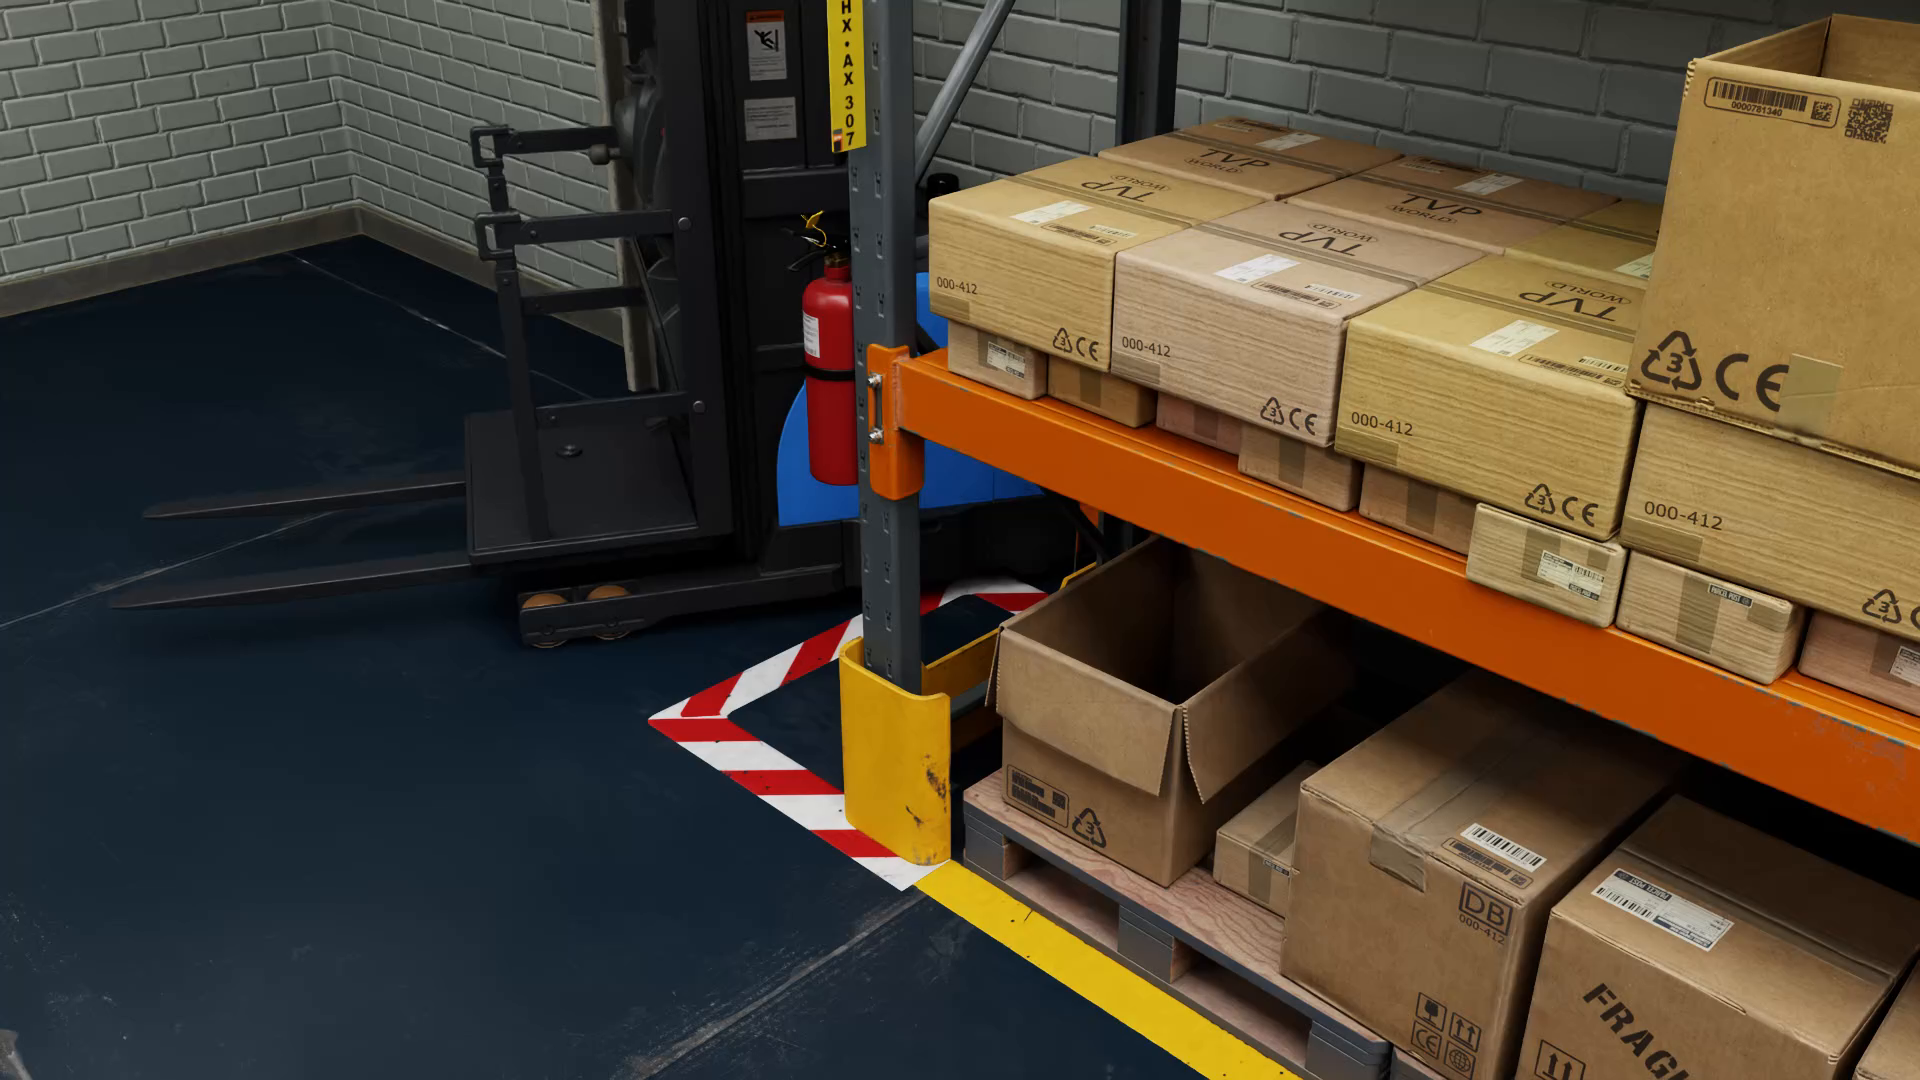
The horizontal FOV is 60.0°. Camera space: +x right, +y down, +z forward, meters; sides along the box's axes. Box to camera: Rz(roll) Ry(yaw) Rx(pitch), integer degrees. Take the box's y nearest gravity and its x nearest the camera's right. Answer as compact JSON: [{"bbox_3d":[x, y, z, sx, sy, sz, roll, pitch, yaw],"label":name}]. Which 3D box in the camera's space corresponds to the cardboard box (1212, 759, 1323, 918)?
[{"bbox_3d":[0.794,0.690,3.826,0.250,0.149,0.380,23,35,37],"label":"cardboard box"}]

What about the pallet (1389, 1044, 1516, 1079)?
[{"bbox_3d":[1.638,1.149,3.339,1.213,0.211,1.003,25,36,38],"label":"pallet"}]

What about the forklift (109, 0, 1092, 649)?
[{"bbox_3d":[-1.132,-1.237,4.952,3.031,2.935,1.130,-7,29,-14],"label":"forklift"}]

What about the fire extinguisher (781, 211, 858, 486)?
[{"bbox_3d":[-0.280,-0.464,3.892,0.183,0.674,0.296,25,36,38],"label":"fire extinguisher"}]

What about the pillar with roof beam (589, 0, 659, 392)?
[{"bbox_3d":[-4.160,-3.174,2.117,0.400,9.000,9.100,25,36,38],"label":"pillar with roof beam"}]

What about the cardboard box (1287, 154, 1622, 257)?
[{"bbox_3d":[1.030,-0.603,3.515,0.500,0.250,0.500,25,36,39],"label":"cardboard box"}]

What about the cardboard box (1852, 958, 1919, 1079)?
[{"bbox_3d":[1.841,1.014,2.834,0.500,0.500,0.700,23,35,37],"label":"cardboard box"}]

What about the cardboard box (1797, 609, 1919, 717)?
[{"bbox_3d":[1.509,0.118,2.572,0.250,0.149,0.380,24,36,38],"label":"cardboard box"}]

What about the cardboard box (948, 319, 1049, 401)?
[{"bbox_3d":[0.191,-0.459,3.669,0.250,0.149,0.380,24,36,38],"label":"cardboard box"}]

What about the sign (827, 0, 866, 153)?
[{"bbox_3d":[-0.231,-0.971,3.444,0.005,0.325,0.100,25,36,38],"label":"sign"}]

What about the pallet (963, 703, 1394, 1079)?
[{"bbox_3d":[0.772,0.751,4.096,1.213,0.211,1.003,25,36,38],"label":"pallet"}]

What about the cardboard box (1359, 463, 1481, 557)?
[{"bbox_3d":[0.947,-0.129,3.043,0.380,0.149,0.250,-25,36,-38],"label":"cardboard box"}]

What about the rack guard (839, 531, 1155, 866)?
[{"bbox_3d":[0.203,0.363,4.523,0.348,0.500,1.175,25,36,38],"label":"rack guard"}]

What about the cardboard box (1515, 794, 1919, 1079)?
[{"bbox_3d":[1.408,0.881,3.087,0.500,0.500,0.500,-24,36,-38],"label":"cardboard box"}]

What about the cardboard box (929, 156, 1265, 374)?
[{"bbox_3d":[0.284,-0.596,3.502,0.500,0.250,0.500,25,37,39],"label":"cardboard box"}]

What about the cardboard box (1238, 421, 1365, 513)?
[{"bbox_3d":[0.754,-0.214,3.204,0.380,0.149,0.250,-24,36,-38],"label":"cardboard box"}]

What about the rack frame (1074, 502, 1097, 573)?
[{"bbox_3d":[0.460,-0.357,5.286,0.200,1.050,0.008,-24,38,-39],"label":"rack frame"}]

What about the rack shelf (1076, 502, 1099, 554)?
[{"bbox_3d":[0.538,-0.060,5.347,0.215,0.259,0.240,-24,38,-39],"label":"rack shelf"}]

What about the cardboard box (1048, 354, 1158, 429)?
[{"bbox_3d":[0.405,-0.391,3.541,0.380,0.149,0.250,-24,36,-38],"label":"cardboard box"}]

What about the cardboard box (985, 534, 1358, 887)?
[{"bbox_3d":[0.519,0.382,4.032,0.637,0.503,0.797,23,35,37],"label":"cardboard box"}]

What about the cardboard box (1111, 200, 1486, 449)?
[{"bbox_3d":[0.643,-0.432,3.189,0.500,0.250,0.500,-25,37,-39],"label":"cardboard box"}]

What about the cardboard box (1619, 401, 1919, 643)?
[{"bbox_3d":[1.387,-0.108,2.573,0.500,0.250,0.500,23,36,37],"label":"cardboard box"}]

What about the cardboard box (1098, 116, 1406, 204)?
[{"bbox_3d":[0.663,-0.772,3.836,0.500,0.250,0.500,-24,36,-38],"label":"cardboard box"}]

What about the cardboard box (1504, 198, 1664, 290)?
[{"bbox_3d":[1.380,-0.440,3.205,0.500,0.250,0.500,-24,36,-38],"label":"cardboard box"}]

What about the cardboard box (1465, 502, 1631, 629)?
[{"bbox_3d":[1.075,-0.022,2.839,0.250,0.149,0.380,23,36,37],"label":"cardboard box"}]

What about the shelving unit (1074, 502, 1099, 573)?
[{"bbox_3d":[0.545,-0.314,5.210,0.215,1.050,0.252,-24,38,-39],"label":"shelving unit"}]

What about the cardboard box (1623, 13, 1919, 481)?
[{"bbox_3d":[1.353,-0.439,2.397,0.500,0.500,0.500,-24,36,-38],"label":"cardboard box"}]

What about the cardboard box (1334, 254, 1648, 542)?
[{"bbox_3d":[1.007,-0.267,2.877,0.500,0.250,0.500,24,36,37],"label":"cardboard box"}]

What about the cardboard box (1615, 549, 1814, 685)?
[{"bbox_3d":[1.277,0.057,2.688,0.380,0.149,0.250,-24,36,-38],"label":"cardboard box"}]

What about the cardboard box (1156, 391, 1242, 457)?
[{"bbox_3d":[0.617,-0.317,3.400,0.250,0.149,0.380,24,36,38],"label":"cardboard box"}]

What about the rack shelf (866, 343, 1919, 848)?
[{"bbox_3d":[1.575,0.203,2.914,4.000,0.370,1.077,25,36,38],"label":"rack shelf"}]

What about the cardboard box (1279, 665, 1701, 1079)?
[{"bbox_3d":[1.101,0.675,3.478,0.700,0.500,0.500,-24,36,-37],"label":"cardboard box"}]

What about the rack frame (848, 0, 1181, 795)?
[{"bbox_3d":[0.149,-0.768,3.988,0.127,3.000,1.000,25,36,38],"label":"rack frame"}]
